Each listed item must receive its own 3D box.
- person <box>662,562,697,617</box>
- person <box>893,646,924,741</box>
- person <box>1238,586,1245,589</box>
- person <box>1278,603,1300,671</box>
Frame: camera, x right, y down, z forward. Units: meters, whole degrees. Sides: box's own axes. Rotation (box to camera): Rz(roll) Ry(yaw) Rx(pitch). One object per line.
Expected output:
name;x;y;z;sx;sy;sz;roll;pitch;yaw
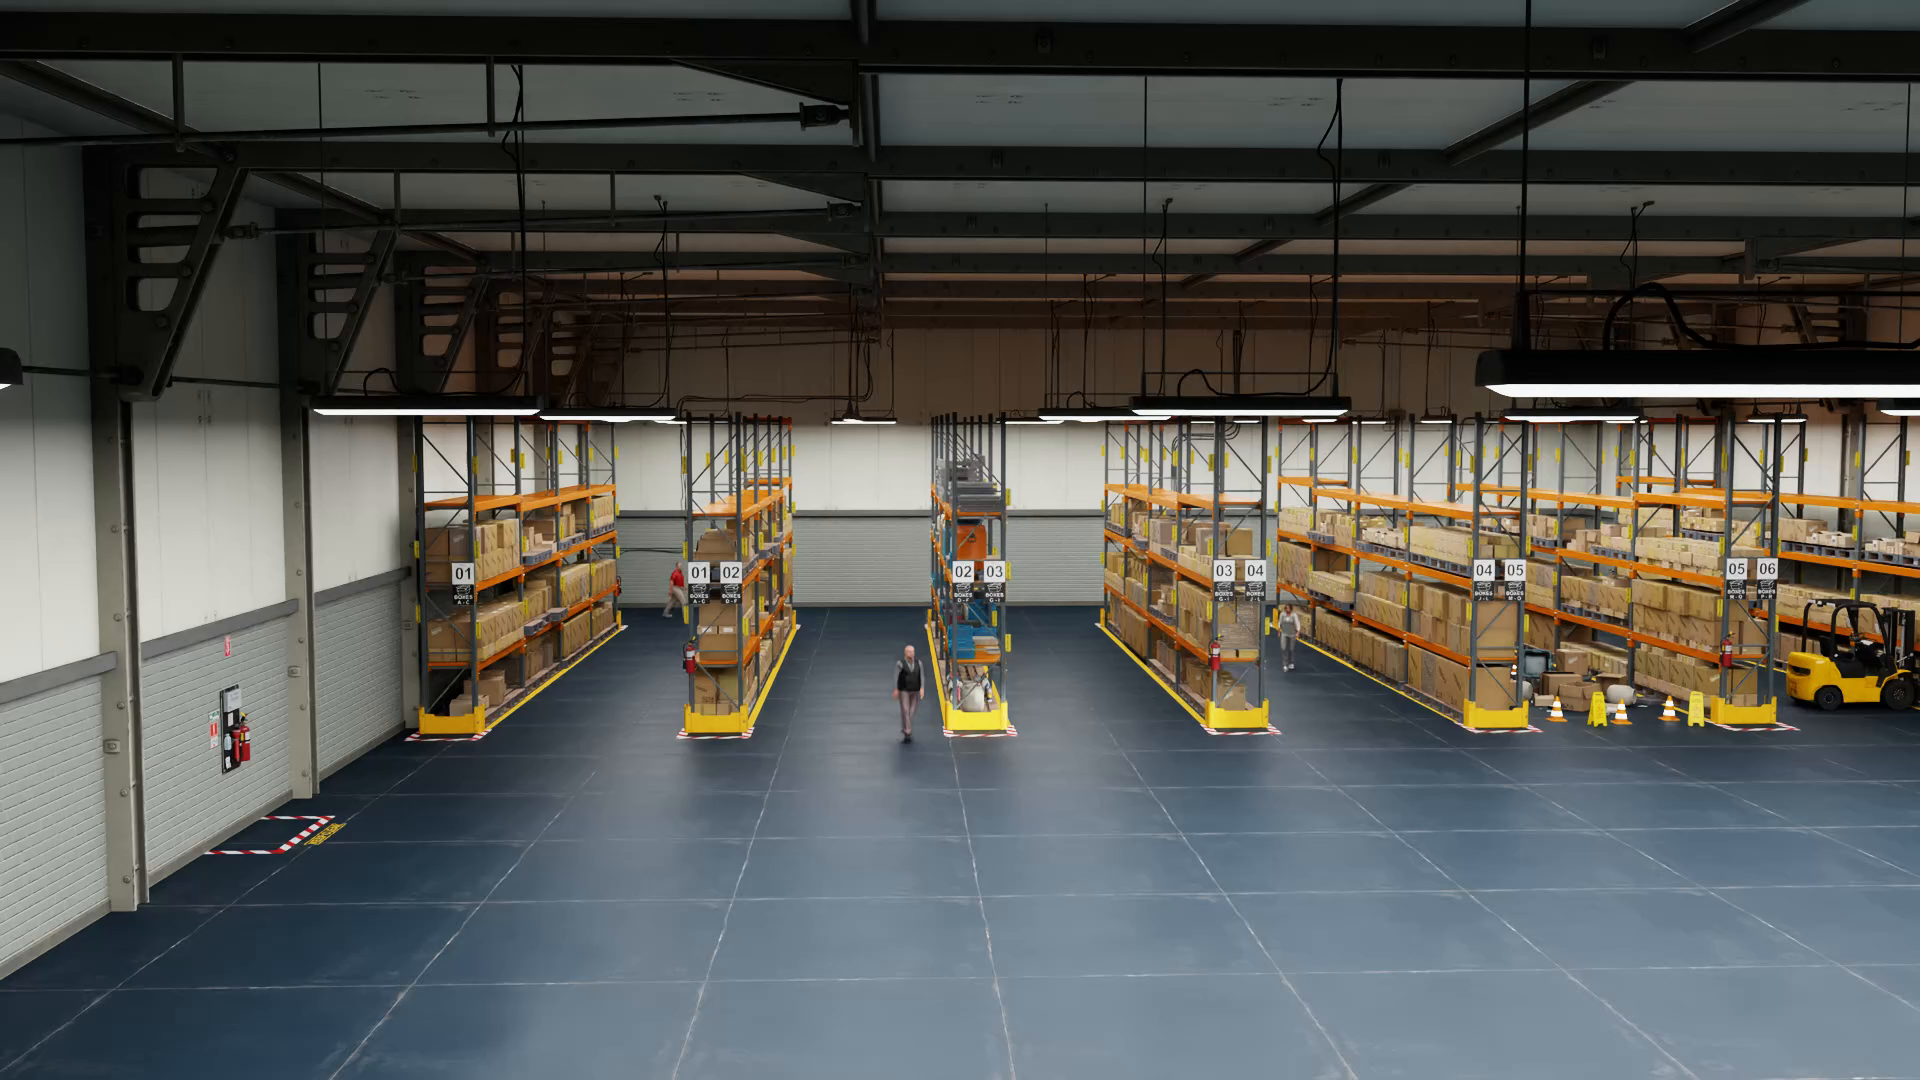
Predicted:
person;-8.374;1.493;49.642;1.095;1.664;0.538;0;4;4
person;-0.920;2.781;30.502;0.591;1.683;0.899;-2;4;-28
person;8.240;1.538;48.440;0.581;1.721;1.122;2;5;31
person;7.755;2.278;39.190;0.537;1.610;0.606;1;4;19
